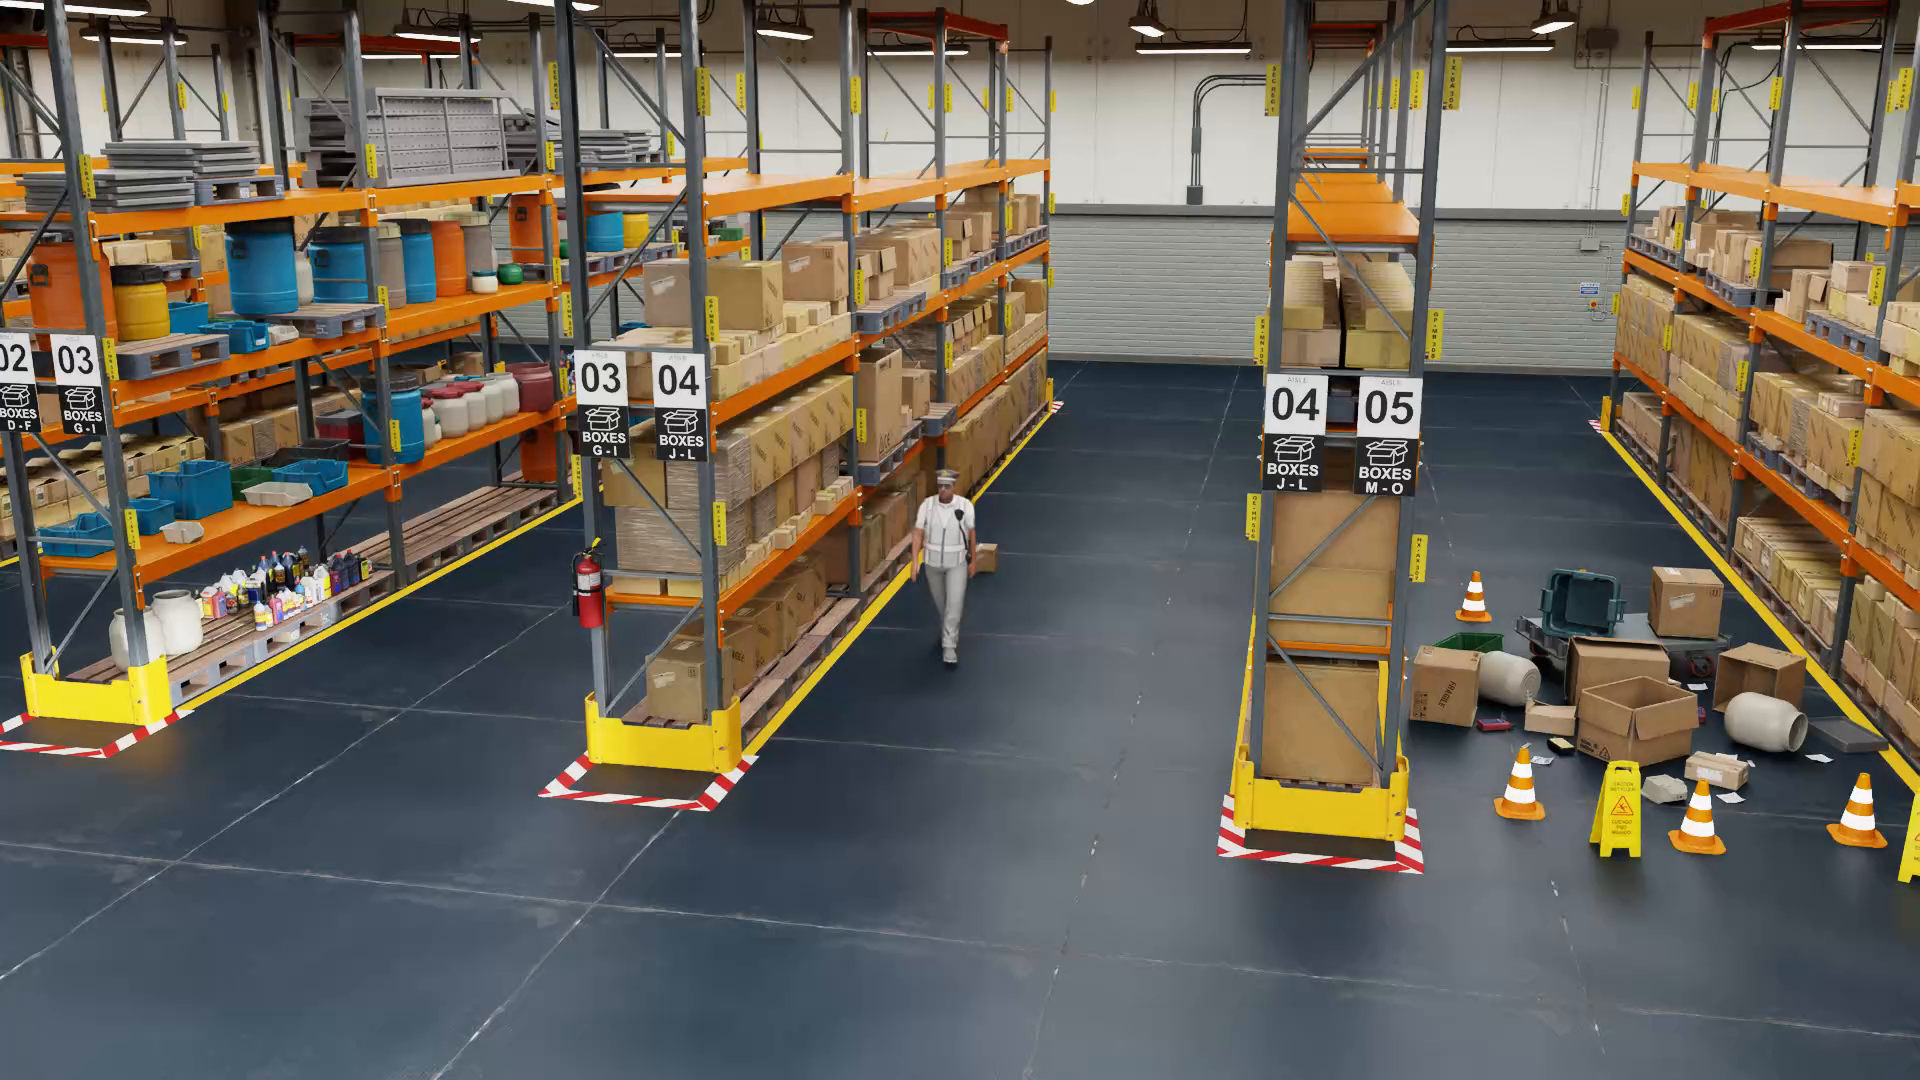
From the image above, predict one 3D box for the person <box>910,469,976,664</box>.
[{"bbox_3d":[-0.161,0.185,15.225,0.557,1.707,1.077,3,15,10],"label":"person"}]
